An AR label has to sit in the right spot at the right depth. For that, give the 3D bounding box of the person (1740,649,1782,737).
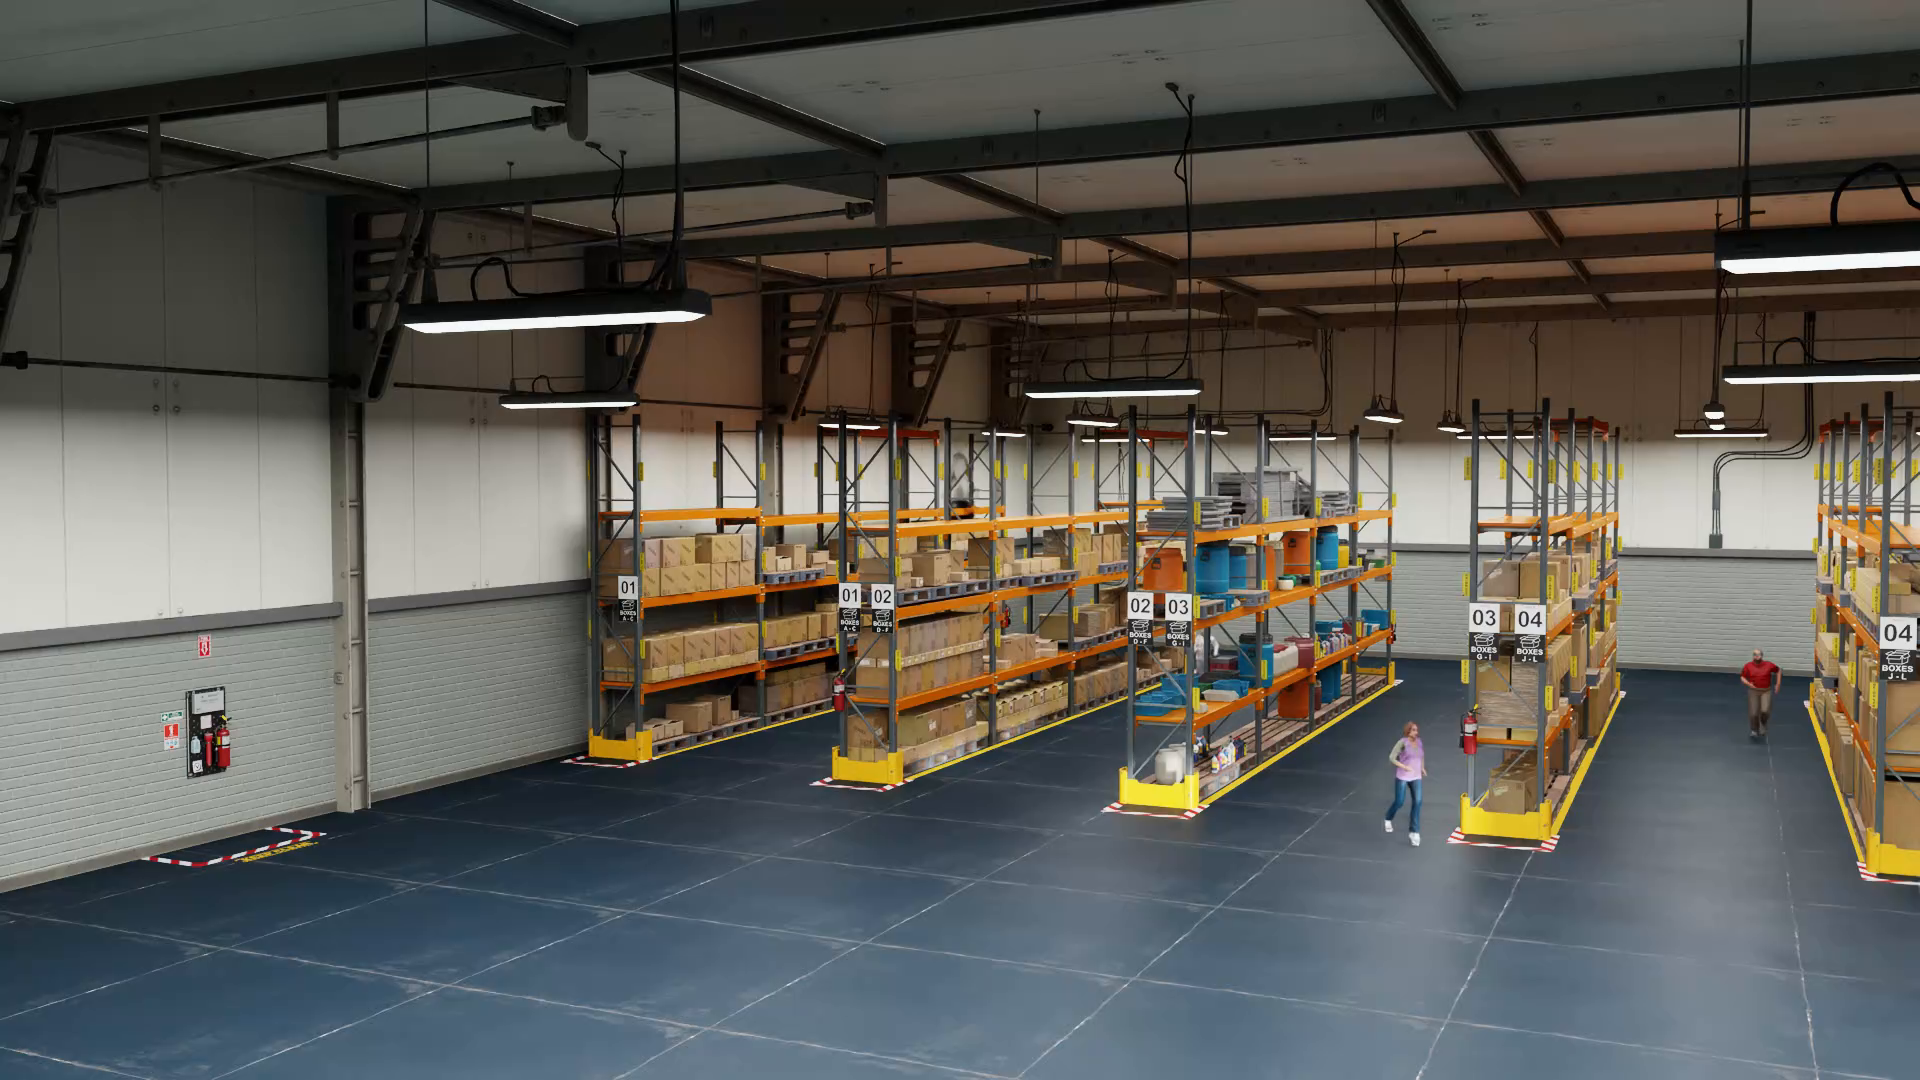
[{"bbox_3d":[14.932,2.875,31.031,0.687,1.681,0.769,1,3,28],"label":"person"}]

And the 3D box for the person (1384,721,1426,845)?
[{"bbox_3d":[6.107,3.264,22.614,0.582,1.599,0.863,0,2,-12],"label":"person"}]

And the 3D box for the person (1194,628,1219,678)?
[{"bbox_3d":[5.312,2.663,36.267,0.583,1.751,0.736,1,2,18],"label":"person"}]
